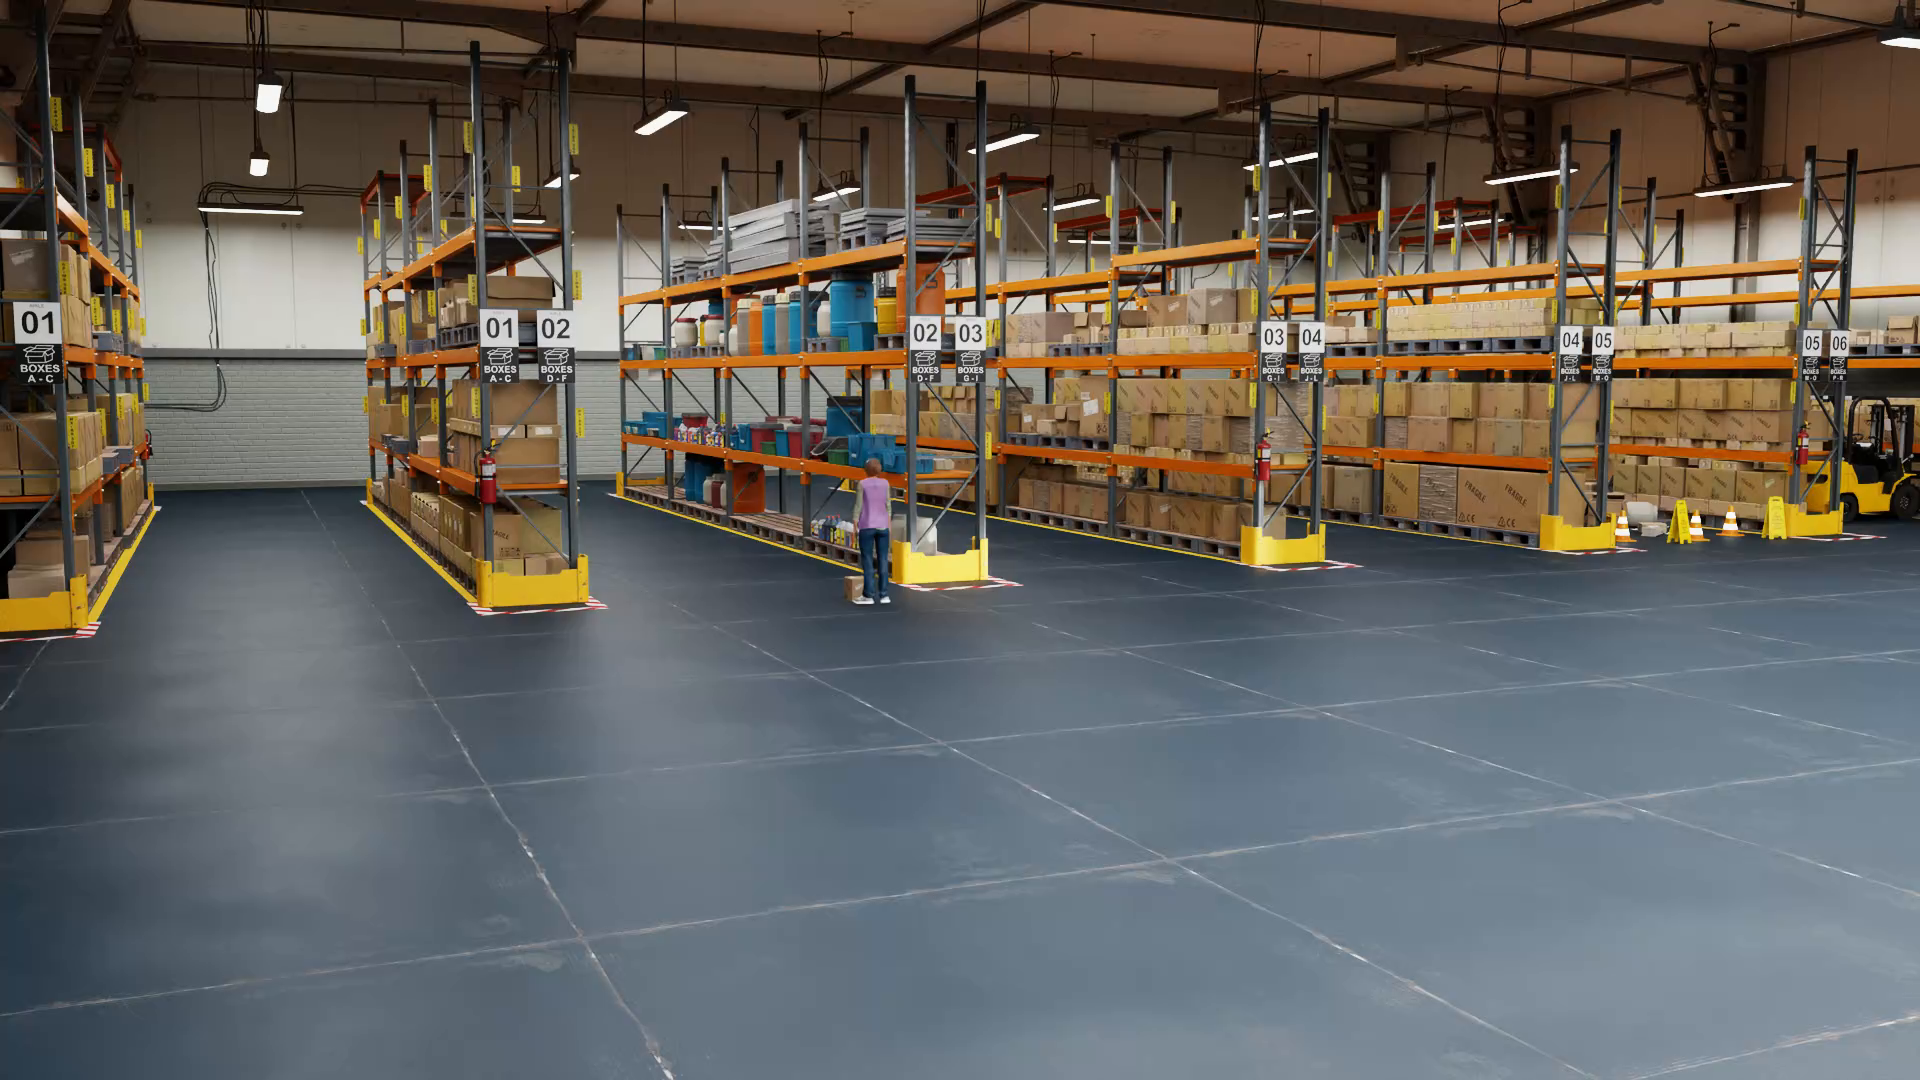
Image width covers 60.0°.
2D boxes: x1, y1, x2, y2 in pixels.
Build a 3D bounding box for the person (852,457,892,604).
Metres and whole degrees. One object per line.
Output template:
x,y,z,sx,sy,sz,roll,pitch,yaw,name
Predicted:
-0.953,-0.098,18.053,0.433,1.600,0.313,-2,6,-22,person
